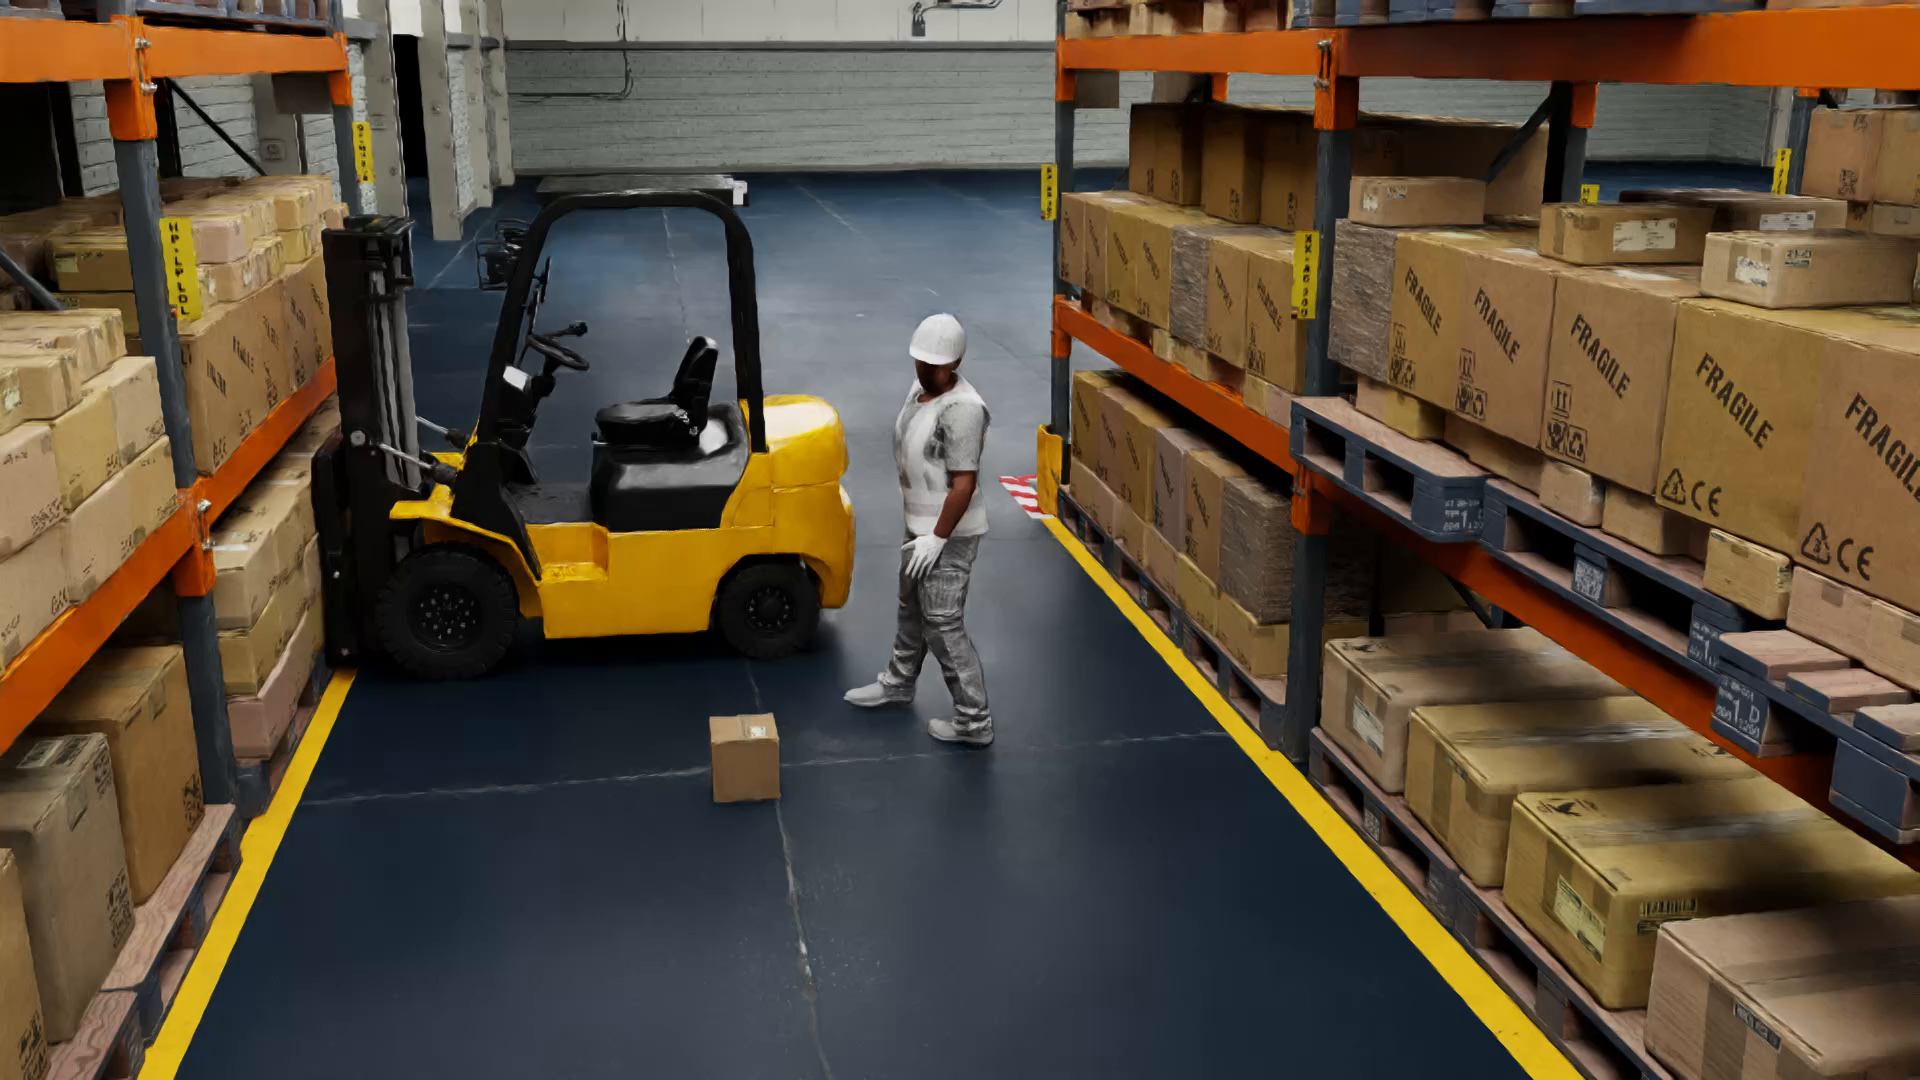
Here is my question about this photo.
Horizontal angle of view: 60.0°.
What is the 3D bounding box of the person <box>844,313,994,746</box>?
[{"bbox_3d":[-0.176,-0.048,6.735,0.576,1.763,0.690,-3,16,-9],"label":"person"}]
